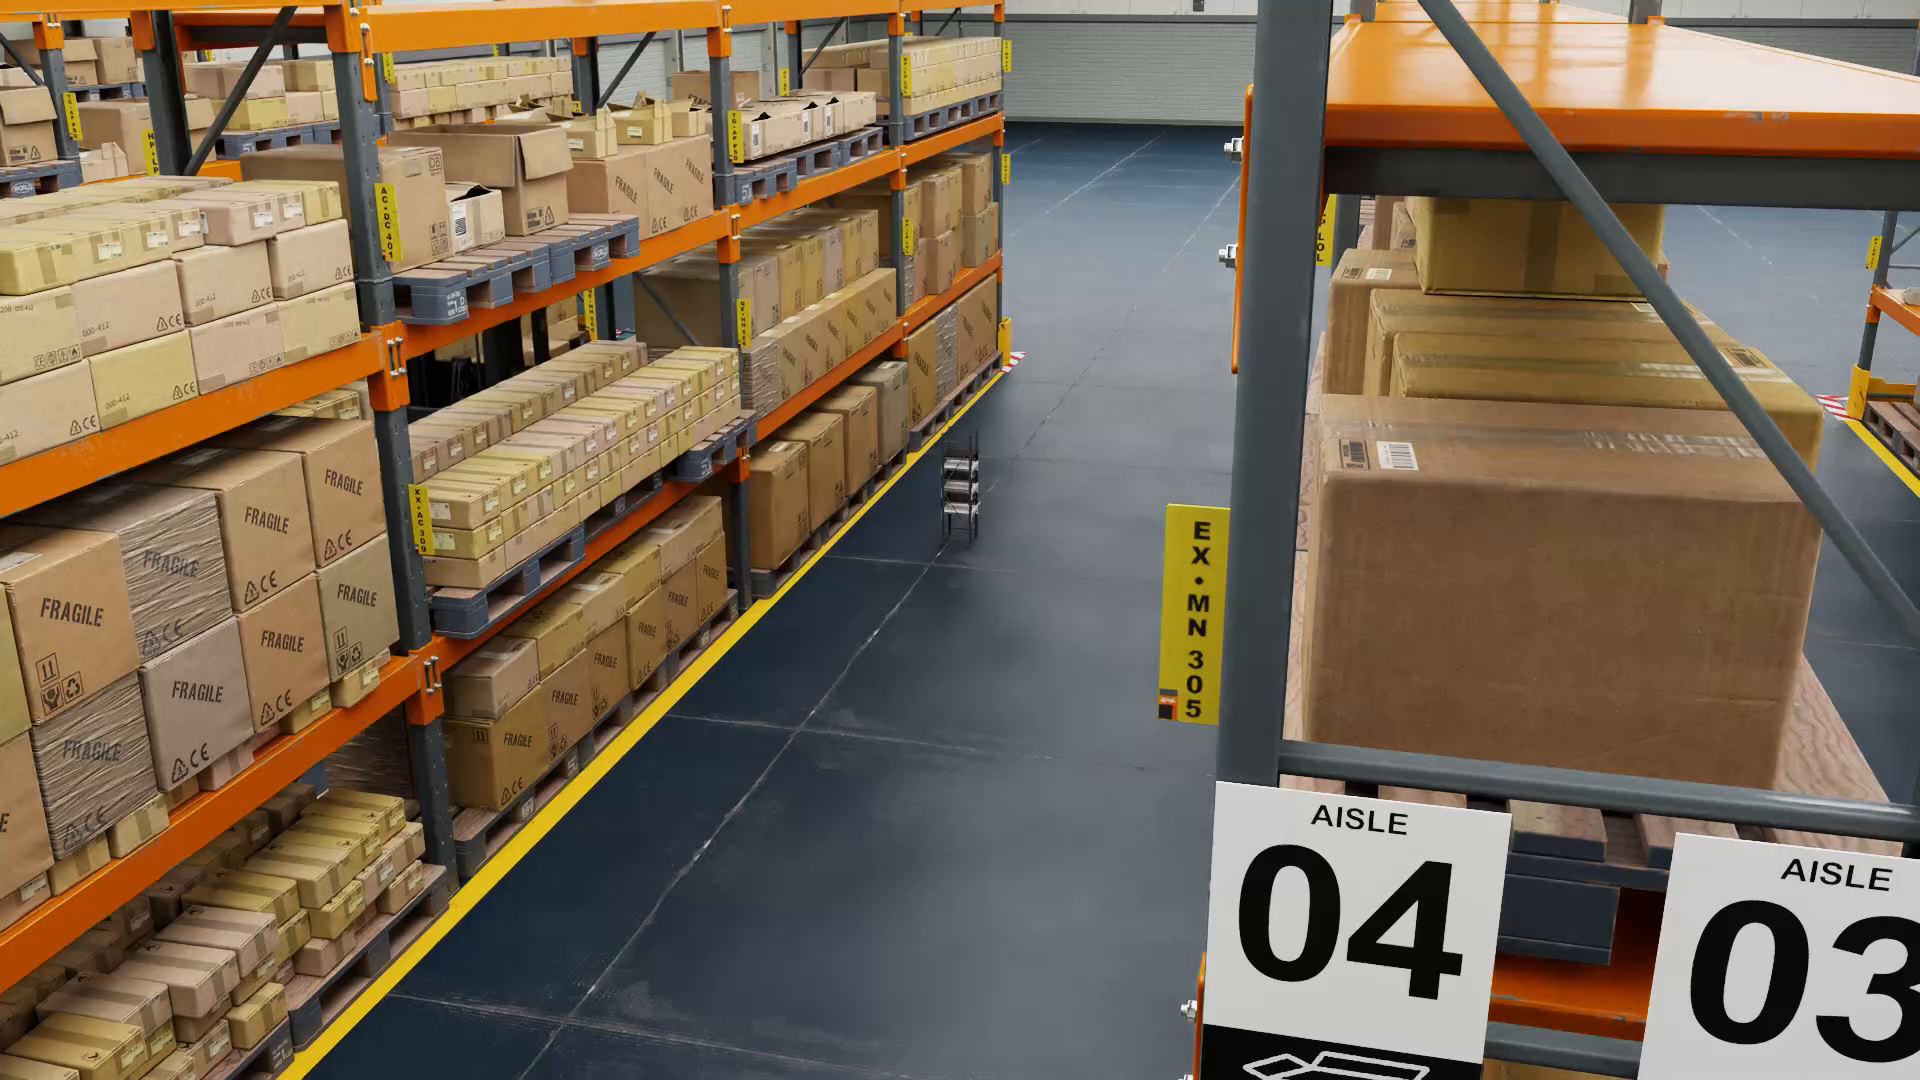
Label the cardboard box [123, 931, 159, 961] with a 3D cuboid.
[{"bbox_3d":[-3.508,1.712,6.836,0.380,0.149,0.250,6,20,16],"label":"cardboard box"}]

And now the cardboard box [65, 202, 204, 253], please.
[{"bbox_3d":[-3.014,-1.138,6.080,0.380,0.149,0.250,5,20,15],"label":"cardboard box"}]

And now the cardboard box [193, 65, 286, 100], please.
[{"bbox_3d":[-6.067,-3.858,14.009,0.500,0.250,0.500,5,19,14],"label":"cardboard box"}]

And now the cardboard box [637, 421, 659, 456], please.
[{"bbox_3d":[-1.965,-0.599,9.581,0.380,0.149,0.250,5,20,15],"label":"cardboard box"}]

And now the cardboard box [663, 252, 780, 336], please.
[{"bbox_3d":[-1.732,-1.793,12.095,0.700,0.500,0.500,4,19,13],"label":"cardboard box"}]

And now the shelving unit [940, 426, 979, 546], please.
[{"bbox_3d":[-0.002,-0.423,13.035,0.258,0.900,0.210,5,19,13],"label":"shelving unit"}]

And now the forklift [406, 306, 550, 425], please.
[{"bbox_3d":[-3.393,-1.218,12.218,1.130,2.935,3.031,5,19,14],"label":"forklift"}]

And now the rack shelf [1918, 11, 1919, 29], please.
[{"bbox_3d":[9.081,-4.349,13.731,1.077,0.370,4.000,5,19,13],"label":"rack shelf"}]

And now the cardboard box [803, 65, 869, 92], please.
[{"bbox_3d":[-1.125,-4.138,14.988,0.500,0.250,0.500,4,19,13],"label":"cardboard box"}]

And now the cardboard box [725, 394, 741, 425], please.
[{"bbox_3d":[-1.648,-0.863,10.813,0.380,0.149,0.250,5,19,14],"label":"cardboard box"}]

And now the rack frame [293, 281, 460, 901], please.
[{"bbox_3d":[-2.951,0.280,7.728,1.000,3.000,0.127,5,19,13],"label":"rack frame"}]

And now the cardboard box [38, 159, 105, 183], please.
[{"bbox_3d":[-6.556,-2.719,12.256,0.380,0.149,0.250,5,19,13],"label":"cardboard box"}]

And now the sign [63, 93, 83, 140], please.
[{"bbox_3d":[-6.262,-2.989,11.734,0.100,0.325,0.005,5,19,13],"label":"sign"}]

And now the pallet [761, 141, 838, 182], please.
[{"bbox_3d":[-1.597,-2.861,12.575,1.003,0.211,1.213,6,20,16],"label":"pallet"}]

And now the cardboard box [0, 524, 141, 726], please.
[{"bbox_3d":[-3.174,0.272,5.588,0.500,0.500,0.500,4,19,12],"label":"cardboard box"}]

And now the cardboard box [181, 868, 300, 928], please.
[{"bbox_3d":[-3.002,1.517,6.945,0.380,0.149,0.250,5,20,15],"label":"cardboard box"}]

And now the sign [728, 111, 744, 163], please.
[{"bbox_3d":[-1.448,-2.595,10.703,0.100,0.325,0.005,5,19,13],"label":"sign"}]

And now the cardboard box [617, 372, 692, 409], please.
[{"bbox_3d":[-1.838,-0.901,10.004,0.380,0.149,0.250,5,20,15],"label":"cardboard box"}]

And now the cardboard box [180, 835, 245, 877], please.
[{"bbox_3d":[-3.374,1.405,7.274,0.380,0.149,0.250,4,19,13],"label":"cardboard box"}]

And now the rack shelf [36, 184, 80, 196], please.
[{"bbox_3d":[-7.287,-1.786,10.247,1.077,0.370,4.000,5,19,13],"label":"rack shelf"}]

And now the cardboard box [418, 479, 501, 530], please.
[{"bbox_3d":[-2.408,-0.169,7.860,0.380,0.149,0.250,6,20,16],"label":"cardboard box"}]

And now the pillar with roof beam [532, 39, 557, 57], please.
[{"bbox_3d":[-3.595,-10.345,29.552,9.100,9.000,0.400,5,19,13],"label":"pillar with roof beam"}]

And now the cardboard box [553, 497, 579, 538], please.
[{"bbox_3d":[-2.219,-0.131,8.671,0.380,0.149,0.250,5,19,14],"label":"cardboard box"}]

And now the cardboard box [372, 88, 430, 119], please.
[{"bbox_3d":[-5.448,-4.193,15.953,0.500,0.250,0.500,4,19,12],"label":"cardboard box"}]

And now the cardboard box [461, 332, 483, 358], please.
[{"bbox_3d":[-5.295,-2.172,17.350,0.500,0.500,0.500,5,20,16],"label":"cardboard box"}]

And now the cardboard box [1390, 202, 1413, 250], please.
[{"bbox_3d":[1.701,-0.760,5.172,0.700,0.500,0.500,4,19,10],"label":"cardboard box"}]

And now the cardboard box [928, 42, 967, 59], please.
[{"bbox_3d":[-0.144,-4.795,16.296,0.380,0.149,0.250,5,19,14],"label":"cardboard box"}]

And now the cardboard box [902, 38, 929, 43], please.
[{"bbox_3d":[-0.533,-5.167,17.386,0.380,0.149,0.250,4,19,13],"label":"cardboard box"}]

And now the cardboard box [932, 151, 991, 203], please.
[{"bbox_3d":[-0.147,-3.950,18.210,0.875,0.550,0.550,5,19,13],"label":"cardboard box"}]

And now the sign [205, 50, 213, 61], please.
[{"bbox_3d":[-9.135,-5.985,20.183,0.100,0.325,0.005,5,19,13],"label":"sign"}]

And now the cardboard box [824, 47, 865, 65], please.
[{"bbox_3d":[-1.092,-4.450,15.284,0.380,0.149,0.250,5,19,13],"label":"cardboard box"}]

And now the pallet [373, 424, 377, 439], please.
[{"bbox_3d":[-6.009,-1.023,15.857,1.003,0.211,1.213,5,19,13],"label":"pallet"}]

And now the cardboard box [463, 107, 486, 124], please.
[{"bbox_3d":[-5.107,-4.363,17.069,0.380,0.149,0.250,4,19,12],"label":"cardboard box"}]

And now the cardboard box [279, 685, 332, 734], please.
[{"bbox_3d":[-2.874,0.675,6.960,0.380,0.149,0.250,5,20,16],"label":"cardboard box"}]

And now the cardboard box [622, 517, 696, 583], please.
[{"bbox_3d":[-1.999,0.049,10.460,0.500,0.250,0.500,5,19,14],"label":"cardboard box"}]

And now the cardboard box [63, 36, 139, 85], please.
[{"bbox_3d":[-9.877,-5.473,18.972,0.700,0.500,0.500,5,19,14],"label":"cardboard box"}]

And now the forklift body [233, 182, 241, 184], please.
[{"bbox_3d":[-8.352,-3.092,18.911,2.313,2.155,1.214,5,19,13],"label":"forklift body"}]

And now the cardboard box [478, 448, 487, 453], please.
[{"bbox_3d":[-2.791,-0.409,9.023,0.380,0.149,0.250,4,19,11],"label":"cardboard box"}]

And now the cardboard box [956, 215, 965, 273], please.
[{"bbox_3d":[-0.437,-3.093,17.370,0.875,0.550,0.550,5,19,13],"label":"cardboard box"}]

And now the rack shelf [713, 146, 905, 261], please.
[{"bbox_3d":[-1.485,-2.680,12.866,1.077,0.370,4.000,5,19,13],"label":"rack shelf"}]

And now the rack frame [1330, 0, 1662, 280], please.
[{"bbox_3d":[1.834,-2.136,5.519,1.000,3.000,0.127,5,19,13],"label":"rack frame"}]

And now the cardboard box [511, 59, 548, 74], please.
[{"bbox_3d":[-4.784,-5.230,18.374,0.380,0.149,0.250,4,19,13],"label":"cardboard box"}]

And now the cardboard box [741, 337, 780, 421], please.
[{"bbox_3d":[-1.602,-1.141,11.732,0.500,0.500,0.500,5,19,14],"label":"cardboard box"}]

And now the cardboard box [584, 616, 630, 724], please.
[{"bbox_3d":[-2.270,0.722,9.651,0.500,0.500,0.500,5,19,14],"label":"cardboard box"}]

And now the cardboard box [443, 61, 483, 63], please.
[{"bbox_3d":[-5.396,-5.112,18.027,0.380,0.149,0.250,5,19,13],"label":"cardboard box"}]

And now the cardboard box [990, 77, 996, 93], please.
[{"bbox_3d":[0.166,-4.818,17.597,0.380,0.149,0.250,5,19,14],"label":"cardboard box"}]

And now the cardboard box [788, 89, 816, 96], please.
[{"bbox_3d":[-1.386,-3.660,14.026,0.258,0.266,0.396,4,19,12],"label":"cardboard box"}]

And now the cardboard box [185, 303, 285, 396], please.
[{"bbox_3d":[-2.942,-0.738,6.299,0.500,0.250,0.500,5,19,13],"label":"cardboard box"}]

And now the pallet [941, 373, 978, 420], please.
[{"bbox_3d":[-0.438,-1.524,17.323,1.003,0.211,1.213,5,19,13],"label":"pallet"}]

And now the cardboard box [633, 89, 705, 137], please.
[{"bbox_3d":[-1.820,-2.656,10.343,0.396,0.266,0.258,5,19,13],"label":"cardboard box"}]

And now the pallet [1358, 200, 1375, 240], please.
[{"bbox_3d":[2.706,-1.675,9.102,1.213,0.211,1.003,6,20,16],"label":"pallet"}]

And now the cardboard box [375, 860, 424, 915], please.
[{"bbox_3d":[-2.716,1.580,7.683,0.380,0.149,0.250,5,19,14],"label":"cardboard box"}]

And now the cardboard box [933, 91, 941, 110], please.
[{"bbox_3d":[-0.392,-4.100,15.493,0.380,0.149,0.250,4,19,13],"label":"cardboard box"}]

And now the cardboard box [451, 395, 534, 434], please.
[{"bbox_3d":[-2.658,-0.716,9.462,0.380,0.149,0.250,4,19,13],"label":"cardboard box"}]

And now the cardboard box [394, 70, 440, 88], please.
[{"bbox_3d":[-5.319,-4.504,16.247,0.380,0.149,0.250,4,19,12],"label":"cardboard box"}]
